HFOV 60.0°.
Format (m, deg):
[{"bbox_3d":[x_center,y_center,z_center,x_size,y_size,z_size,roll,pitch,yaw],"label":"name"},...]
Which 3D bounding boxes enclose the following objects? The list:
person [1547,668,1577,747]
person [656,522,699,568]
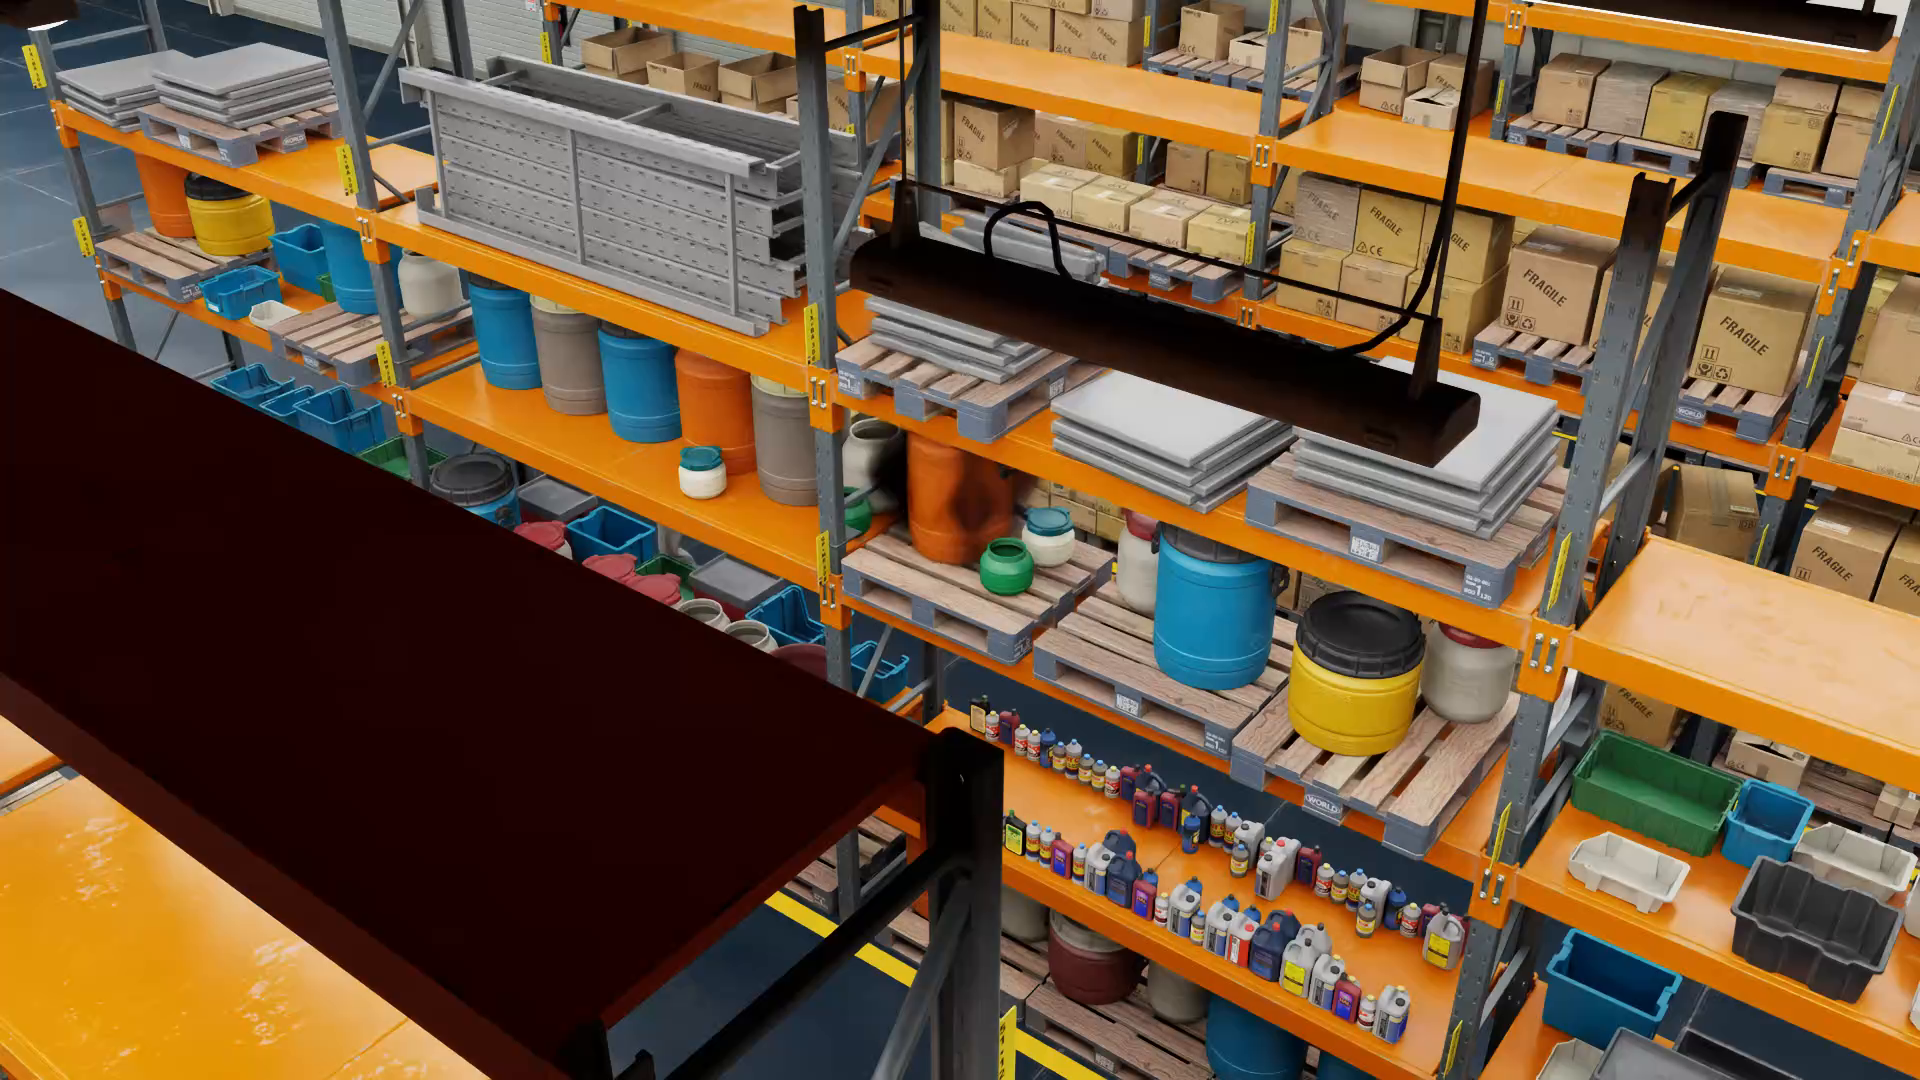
[{"bbox_3d":[4.072,1.327,11.482,1.120,1.632,0.674,21,37,30],"label":"person"},{"bbox_3d":[-2.497,-0.274,14.123,0.468,1.684,0.618,-18,36,-27],"label":"person"}]
